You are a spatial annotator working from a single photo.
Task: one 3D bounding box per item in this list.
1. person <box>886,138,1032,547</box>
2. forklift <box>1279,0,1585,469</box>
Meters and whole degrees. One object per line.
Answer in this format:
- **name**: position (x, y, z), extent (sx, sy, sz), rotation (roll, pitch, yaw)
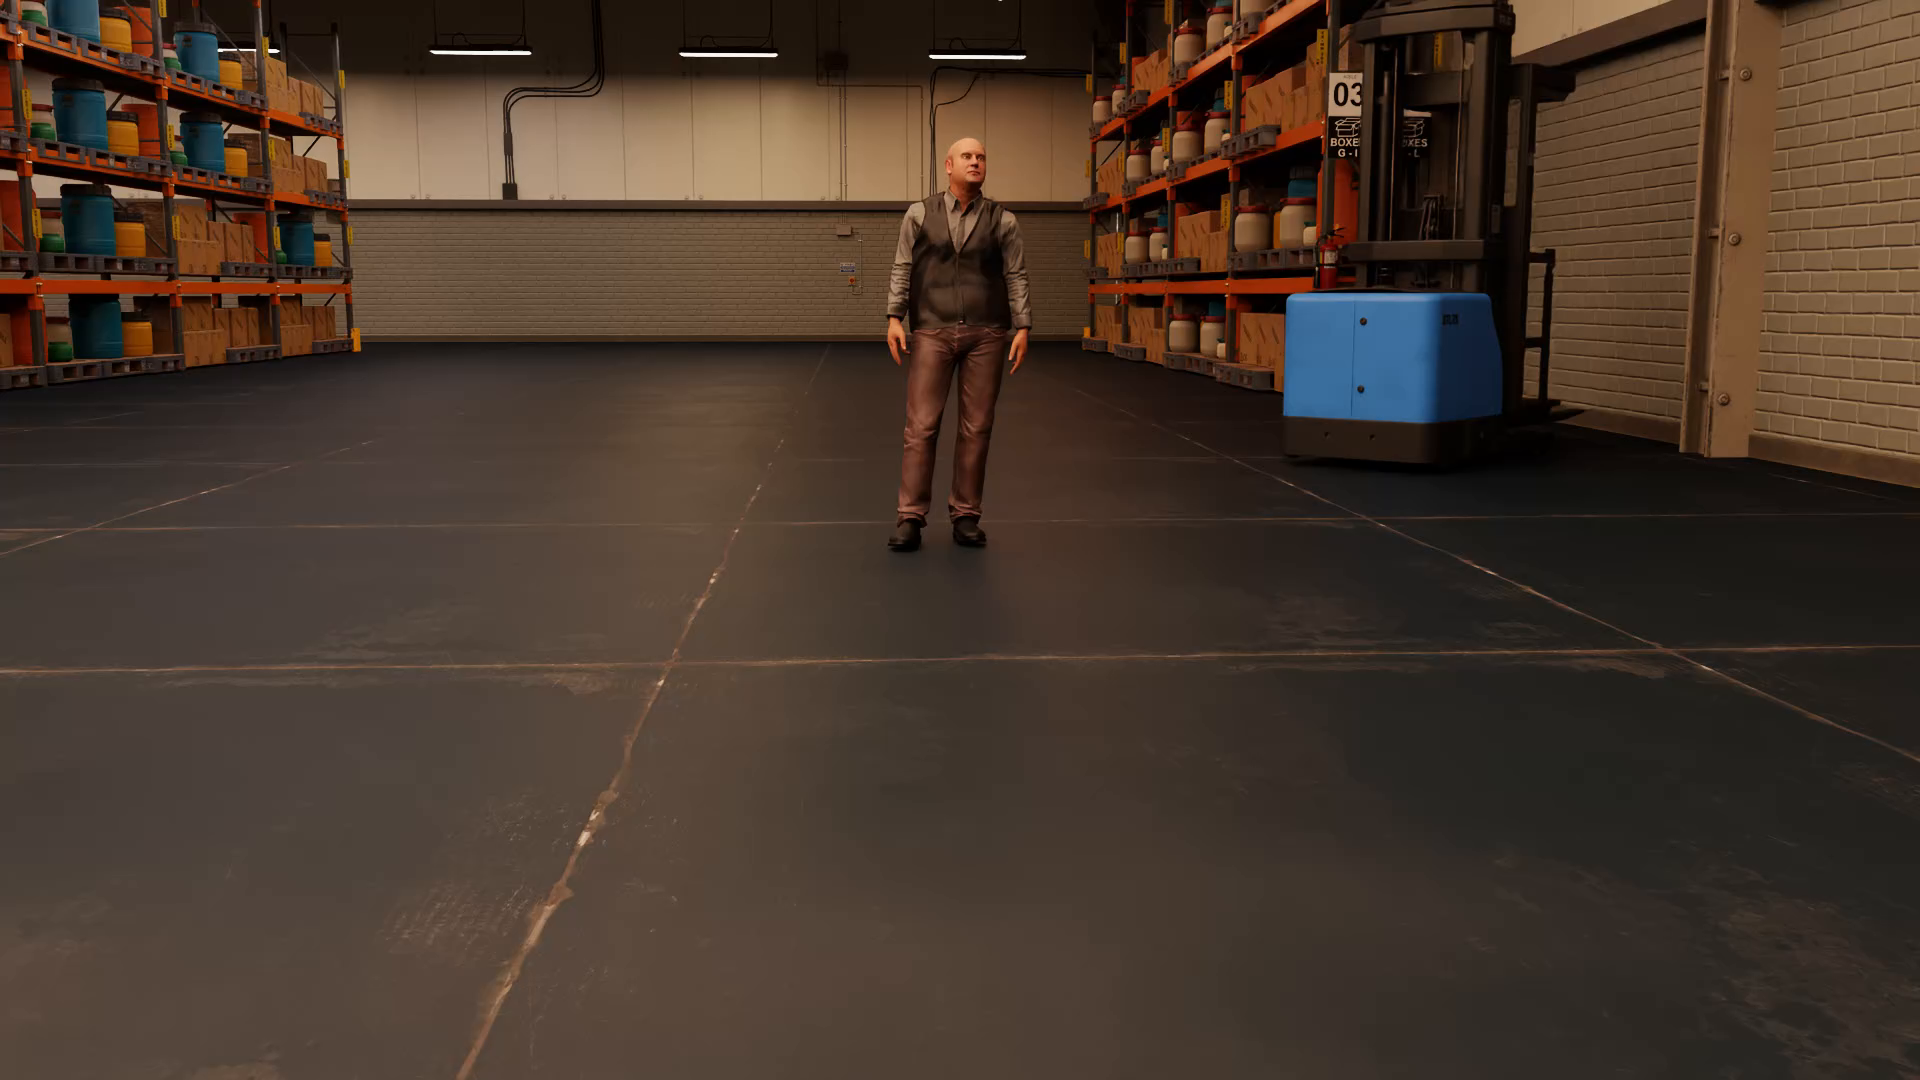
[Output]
- **person**: position (-0.003, -0.849, 7.120), extent (0.633, 1.722, 0.566), rotation (-1, 8, -4)
- **forklift**: position (3.354, -2.043, 11.089), extent (1.130, 2.935, 3.031), rotation (7, 11, 40)
